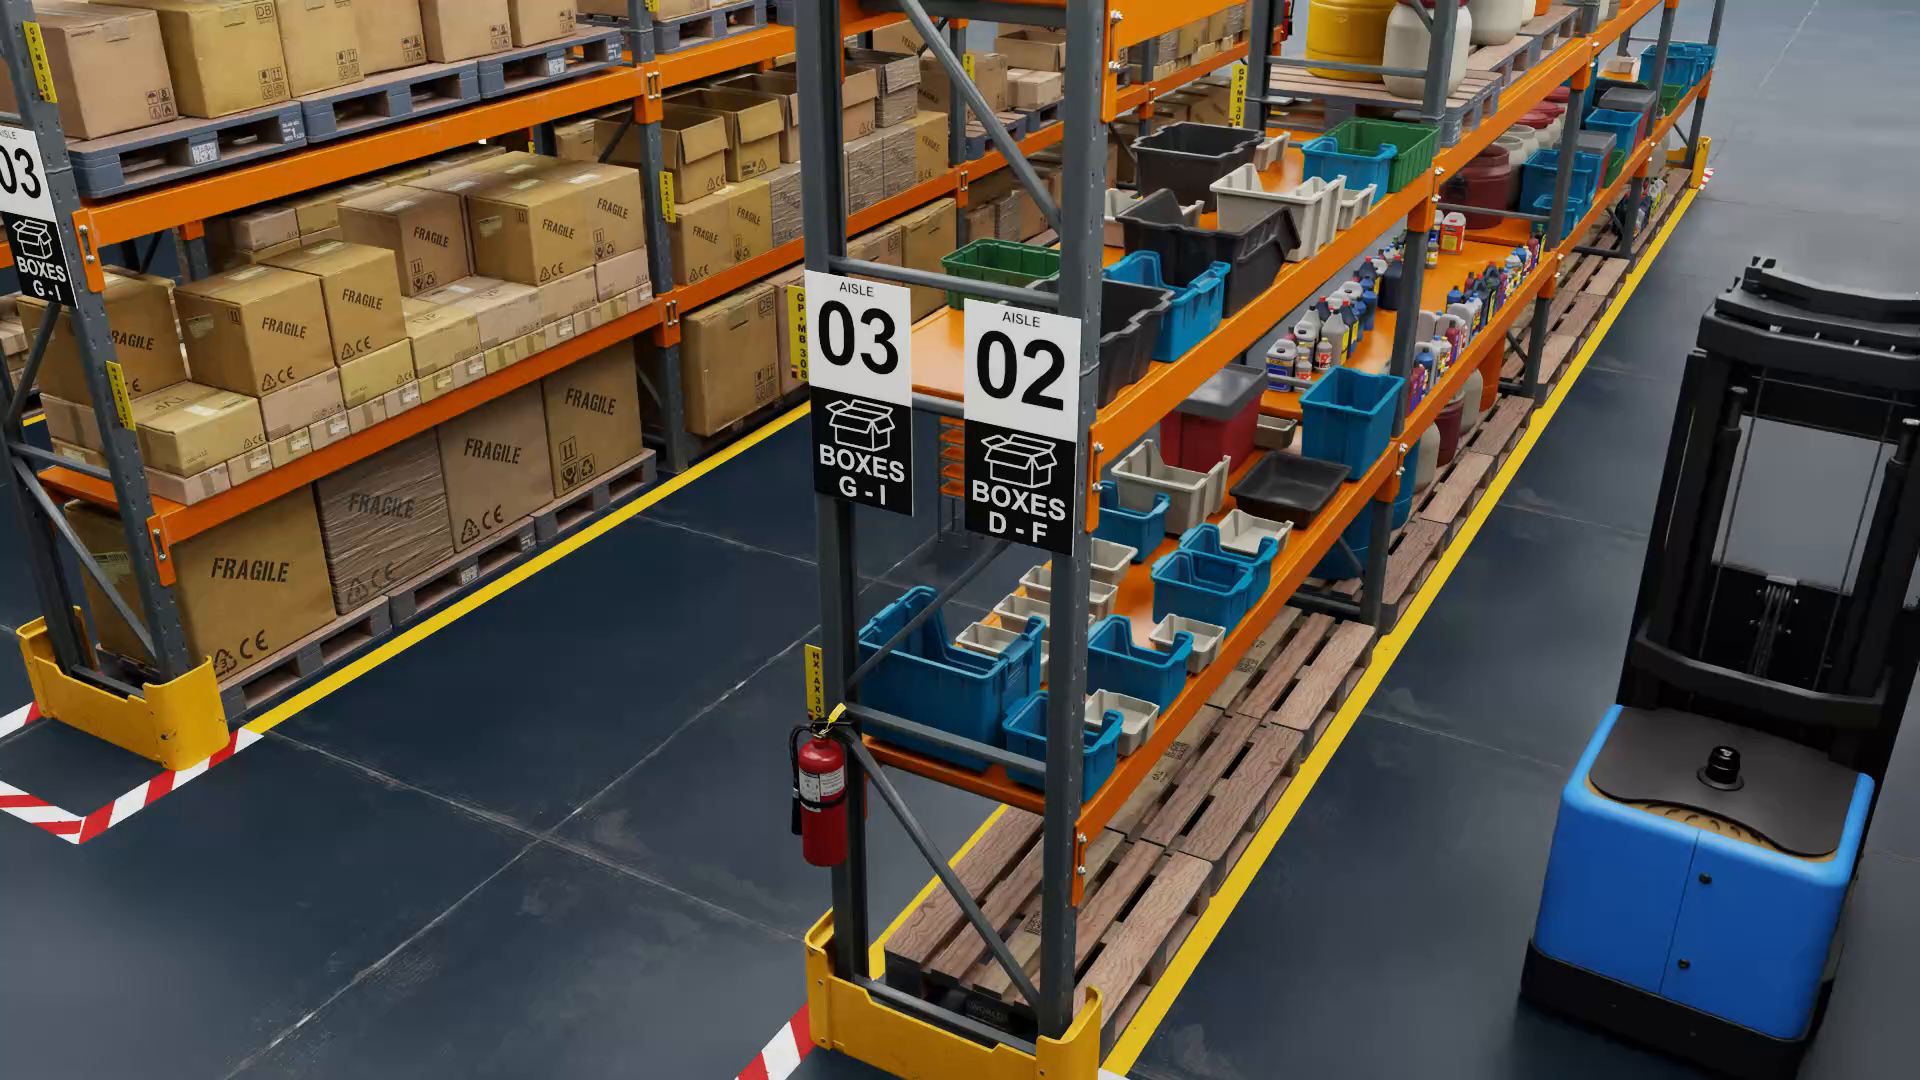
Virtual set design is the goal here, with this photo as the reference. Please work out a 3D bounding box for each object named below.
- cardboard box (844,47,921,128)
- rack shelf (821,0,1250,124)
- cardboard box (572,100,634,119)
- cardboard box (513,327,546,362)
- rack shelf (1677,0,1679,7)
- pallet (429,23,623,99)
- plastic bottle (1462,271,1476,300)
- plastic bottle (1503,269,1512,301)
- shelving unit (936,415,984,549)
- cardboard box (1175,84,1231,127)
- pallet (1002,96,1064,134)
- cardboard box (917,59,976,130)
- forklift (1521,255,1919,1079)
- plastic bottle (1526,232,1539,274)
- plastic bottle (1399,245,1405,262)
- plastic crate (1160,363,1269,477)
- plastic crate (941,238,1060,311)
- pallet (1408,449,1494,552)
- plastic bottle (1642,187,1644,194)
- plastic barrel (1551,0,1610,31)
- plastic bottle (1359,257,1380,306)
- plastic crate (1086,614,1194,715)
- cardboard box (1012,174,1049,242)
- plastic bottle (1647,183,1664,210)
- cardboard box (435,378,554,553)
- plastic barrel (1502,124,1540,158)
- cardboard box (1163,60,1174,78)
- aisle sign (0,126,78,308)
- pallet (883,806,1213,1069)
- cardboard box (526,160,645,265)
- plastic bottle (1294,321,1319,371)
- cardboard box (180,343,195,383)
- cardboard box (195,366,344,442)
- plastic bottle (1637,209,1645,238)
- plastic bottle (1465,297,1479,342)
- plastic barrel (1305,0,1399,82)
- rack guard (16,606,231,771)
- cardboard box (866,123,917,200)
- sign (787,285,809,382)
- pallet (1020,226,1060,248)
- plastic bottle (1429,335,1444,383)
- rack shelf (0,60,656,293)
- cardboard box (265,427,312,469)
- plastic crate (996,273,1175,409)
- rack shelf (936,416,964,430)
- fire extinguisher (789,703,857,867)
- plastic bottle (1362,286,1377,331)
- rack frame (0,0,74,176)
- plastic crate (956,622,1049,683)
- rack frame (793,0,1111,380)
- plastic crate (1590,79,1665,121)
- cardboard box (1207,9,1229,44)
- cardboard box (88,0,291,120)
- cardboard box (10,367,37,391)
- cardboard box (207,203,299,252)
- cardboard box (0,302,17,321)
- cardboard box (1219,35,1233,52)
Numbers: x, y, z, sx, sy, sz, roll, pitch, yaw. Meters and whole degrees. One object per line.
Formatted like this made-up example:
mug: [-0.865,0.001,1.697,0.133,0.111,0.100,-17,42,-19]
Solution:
cardboard box: [-0.788,-3.695,13.547,0.797,0.503,0.637,15,30,28]
rack shelf: [0.946,-2.236,6.414,1.077,0.370,4.000,14,30,26]
cardboard box: [-3.878,-4.355,18.143,1.050,0.750,0.750,15,30,27]
cardboard box: [-2.753,-1.219,10.115,0.380,0.149,0.250,15,30,27]
rack shelf: [6.850,-5.750,16.338,1.077,0.370,4.000,14,30,26]
pallet: [-2.794,-2.909,9.958,1.003,0.211,1.213,14,30,26]
plastic bottle: [3.292,-1.602,10.731,0.061,0.283,0.133,14,30,26]
plastic bottle: [3.597,-1.693,11.003,0.097,0.201,0.097,0,27,0]
shelving unit: [0.007,-0.542,10.493,0.258,1.200,0.189,14,30,26]
cardboard box: [2.935,-5.190,20.091,0.500,0.500,0.500,24,35,39]
pallet: [0.524,-4.177,15.958,1.003,0.211,1.213,14,30,26]
cardboard box: [-0.183,-3.934,14.678,0.500,0.500,0.500,10,28,20]
forklift: [3.546,0.182,7.112,1.130,2.935,3.031,16,31,29]
plastic bottle: [3.957,-1.998,11.521,0.061,0.283,0.133,14,30,26]
plastic bottle: [3.030,-1.934,11.485,0.097,0.201,0.097,0,27,0]
plastic crate: [1.273,-0.596,8.451,0.402,0.464,0.583,14,30,26]
plastic crate: [0.199,-0.968,6.219,0.450,0.188,0.336,14,30,26]
pallet: [2.945,-0.355,11.223,1.003,0.211,1.213,14,30,26]
plastic bottle: [6.978,-3.517,17.059,0.097,0.201,0.097,0,27,0]
plastic barrel: [4.317,-3.837,11.588,0.421,0.512,0.421,0,27,0]
plastic bottle: [2.639,-1.671,10.791,0.144,0.351,0.185,14,30,26]
plastic crate: [0.694,0.494,6.533,0.416,0.233,0.300,14,30,26]
cardboard box: [0.433,-3.269,16.230,0.700,0.500,0.500,17,31,30]
plastic bottle: [7.096,-3.530,17.002,0.152,0.276,0.135,13,30,25]
cardboard box: [-3.219,-0.571,10.444,0.875,0.875,0.875,14,30,26]
plastic barrel: [4.425,-3.054,13.375,0.421,0.512,0.421,0,27,0]
cardboard box: [2.055,-5.041,17.751,0.380,0.149,0.250,14,30,26]
aisle sign: [-4.124,-1.433,7.358,0.394,0.787,0.004,14,30,26]
pallet: [0.402,1.660,7.198,1.003,0.211,1.213,14,30,26]
cardboard box: [-2.375,-2.087,10.566,0.500,0.500,0.500,15,30,28]
plastic bottle: [2.022,-1.145,9.825,0.152,0.276,0.135,14,30,26]
cardboard box: [-4.092,-0.876,8.984,0.500,0.250,0.500,14,30,25]
cardboard box: [-3.629,-0.762,8.757,0.500,0.250,0.500,14,30,25]
plastic bottle: [6.539,-3.089,16.122,0.152,0.276,0.135,15,30,28]
plastic bottle: [3.140,-1.362,10.265,0.097,0.271,0.097,0,27,0]
plastic barrel: [2.202,-2.847,9.056,0.600,0.588,0.600,0,27,0]
rack guard: [-4.362,0.762,8.669,1.175,0.500,0.348,14,30,26]
cardboard box: [-0.692,-3.087,13.455,0.500,0.500,0.500,14,30,26]
sign: [-0.525,-0.684,5.531,0.100,0.325,0.005,14,30,26]
pallet: [0.573,-3.014,16.534,1.003,0.211,1.213,14,30,26]
plastic bottle: [2.750,-1.054,9.648,0.097,0.271,0.097,0,27,0]
rack shelf: [-3.366,-2.164,9.175,1.077,0.370,4.000,14,30,26]
cardboard box: [-3.637,-0.518,8.715,0.380,0.149,0.250,13,30,25]
plastic crate: [0.394,-0.646,5.484,0.497,0.269,0.590,14,30,26]
rack shelf: [0.007,-0.717,10.405,0.258,0.103,0.180,14,30,26]
fire extinguisher: [-0.507,0.886,6.132,0.296,0.674,0.183,14,30,26]
plastic bottle: [2.568,-1.462,10.463,0.097,0.271,0.097,0,27,0]
rack frame: [-4.350,-3.048,6.785,1.000,3.000,0.127,14,30,26]
plastic crate: [0.206,0.459,6.709,0.396,0.136,0.243,14,30,26]
rack frame: [-0.038,-1.957,4.606,1.000,3.000,0.127,14,30,26]
plastic crate: [6.234,-4.099,15.657,0.767,0.338,0.504,14,30,26]
cardboard box: [2.546,-5.971,18.883,0.875,0.500,0.500,14,30,26]
cardboard box: [-3.759,-2.391,8.131,0.700,0.500,0.500,13,29,24]
cardboard box: [-7.243,-1.250,12.612,0.380,0.149,0.250,15,30,27]
cardboard box: [-6.057,-2.691,14.259,0.500,0.250,0.500,13,29,24]
cardboard box: [-7.574,-1.754,12.954,0.380,0.149,0.250,15,30,27]
cardboard box: [2.914,-5.724,19.114,0.380,0.149,0.250,14,30,26]
